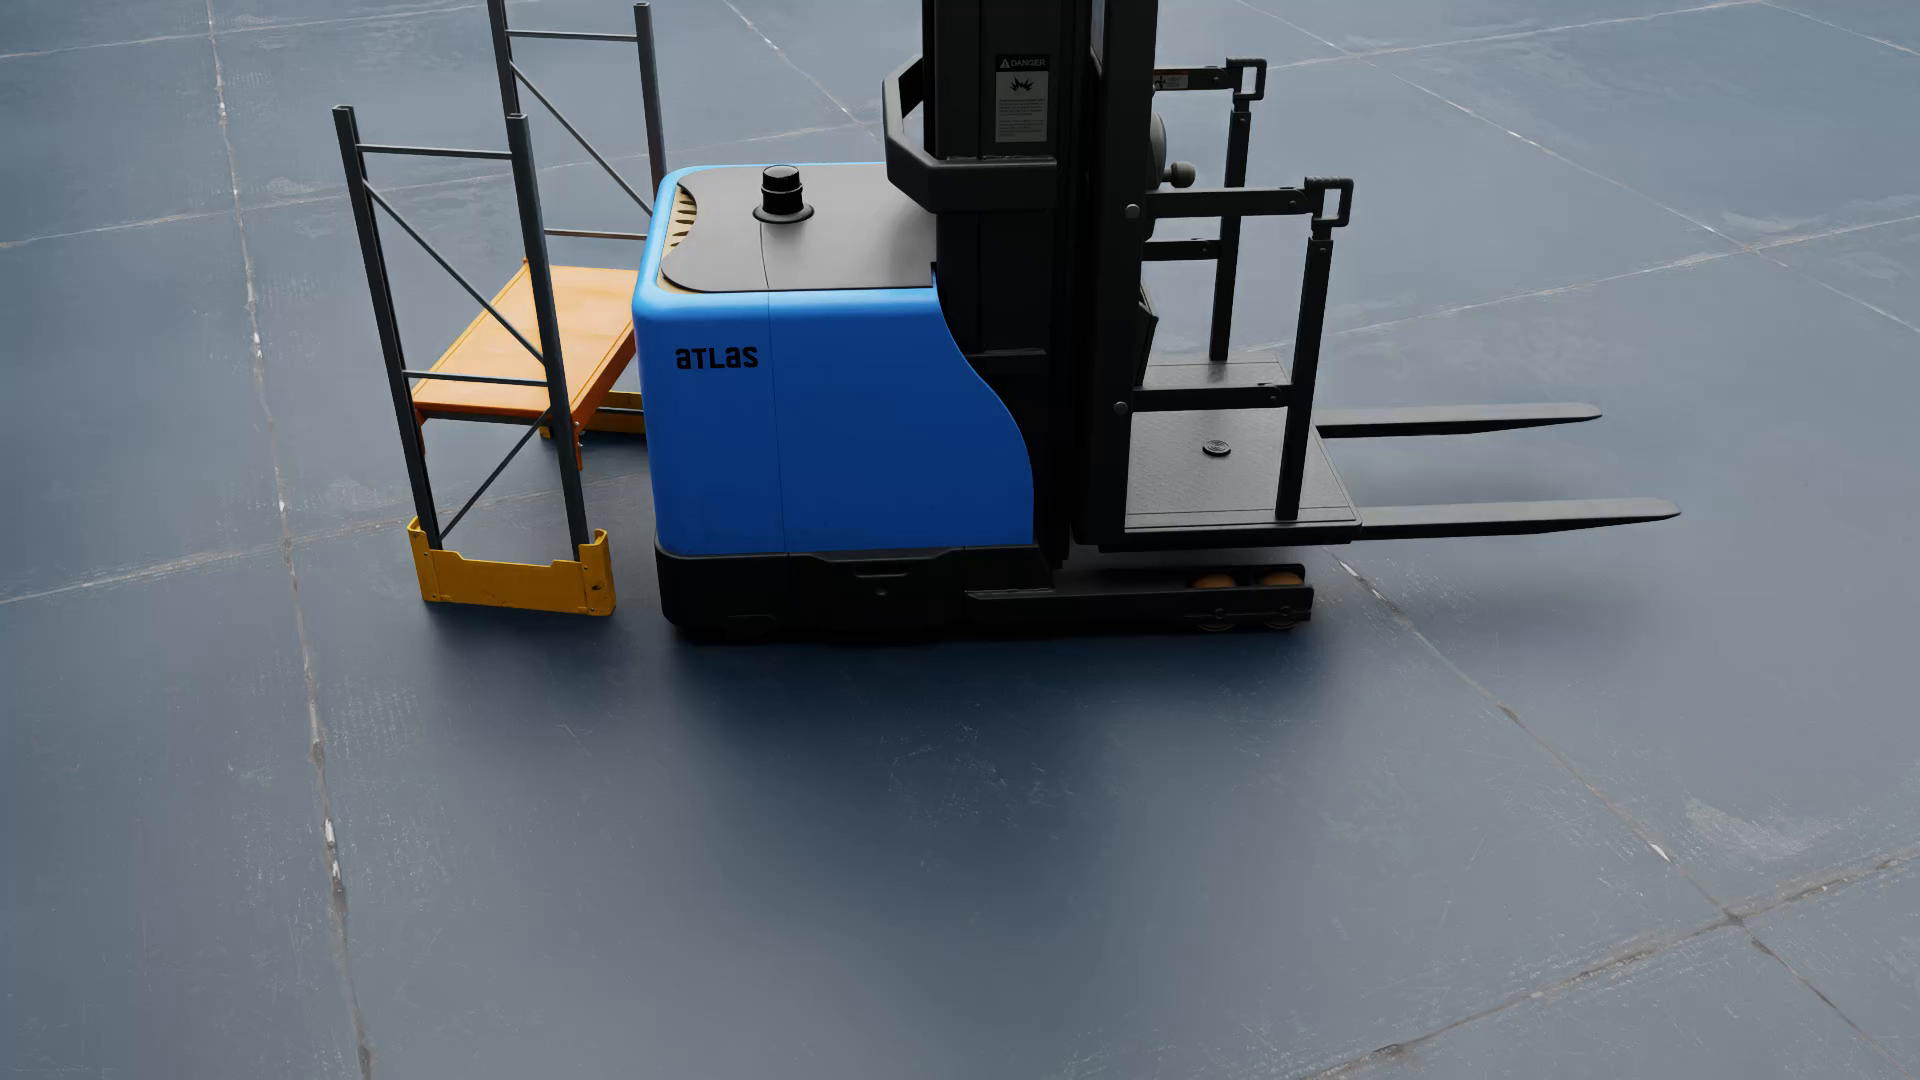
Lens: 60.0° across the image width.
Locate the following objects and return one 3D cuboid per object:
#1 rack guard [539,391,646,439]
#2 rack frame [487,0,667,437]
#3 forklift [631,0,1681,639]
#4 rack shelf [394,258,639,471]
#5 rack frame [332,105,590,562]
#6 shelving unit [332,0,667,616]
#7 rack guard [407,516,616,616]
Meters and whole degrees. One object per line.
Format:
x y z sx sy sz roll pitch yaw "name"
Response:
-1.174 -0.462 5.731 0.587 0.250 0.087 5 33 7 "rack guard"
-1.174 -0.986 5.391 0.500 1.500 0.032 5 33 7 "rack frame"
0.623 -1.250 4.484 3.031 2.935 1.130 -2 33 -3 "forklift"
-1.248 -0.561 5.067 0.538 0.185 1.000 5 33 7 "rack shelf"
-1.321 -0.438 4.547 0.500 1.500 0.032 5 33 7 "rack frame"
-1.246 -0.717 4.977 0.587 1.500 1.083 5 33 7 "shelving unit"
-1.318 0.076 4.904 0.587 0.250 0.087 5 33 7 "rack guard"
